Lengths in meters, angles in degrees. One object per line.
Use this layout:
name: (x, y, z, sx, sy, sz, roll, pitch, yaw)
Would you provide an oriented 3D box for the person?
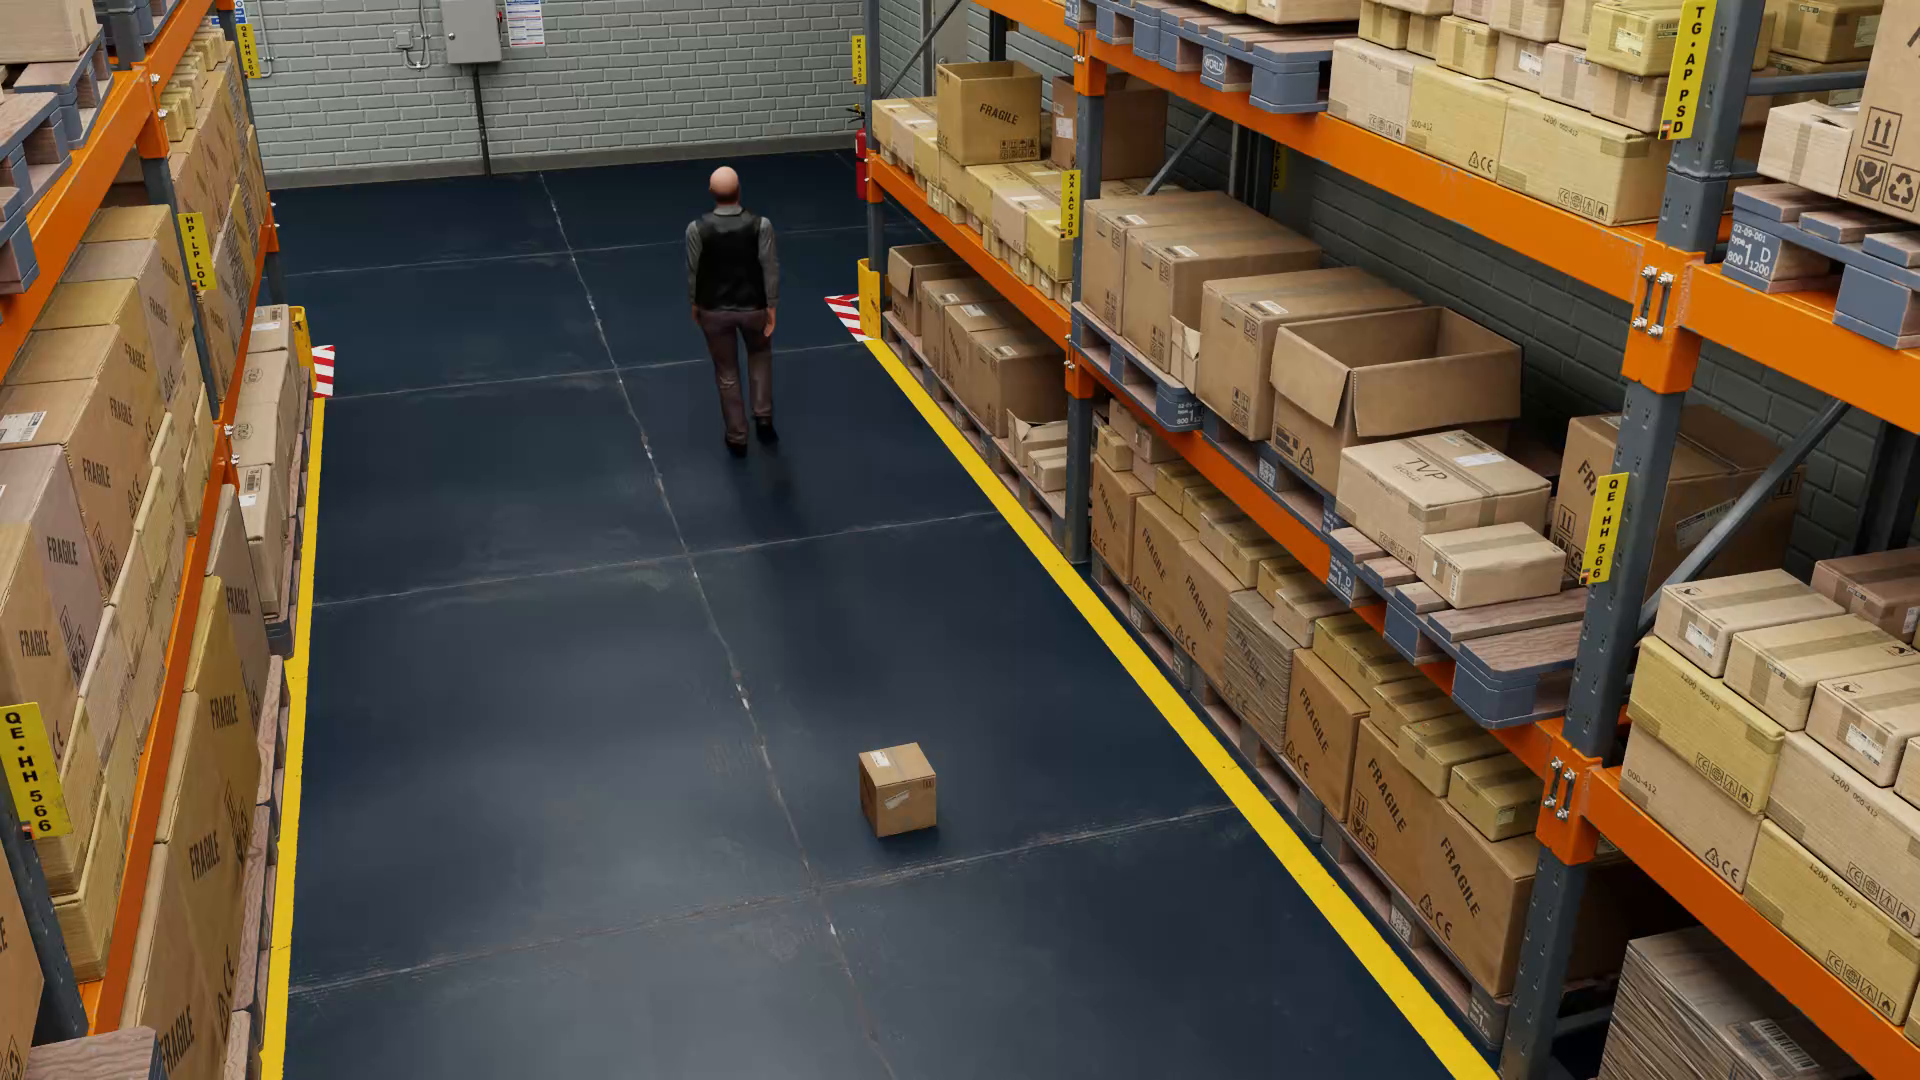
person: (-1.351, -1.369, 9.921, 0.537, 1.756, 0.478, -6, 27, -13)
